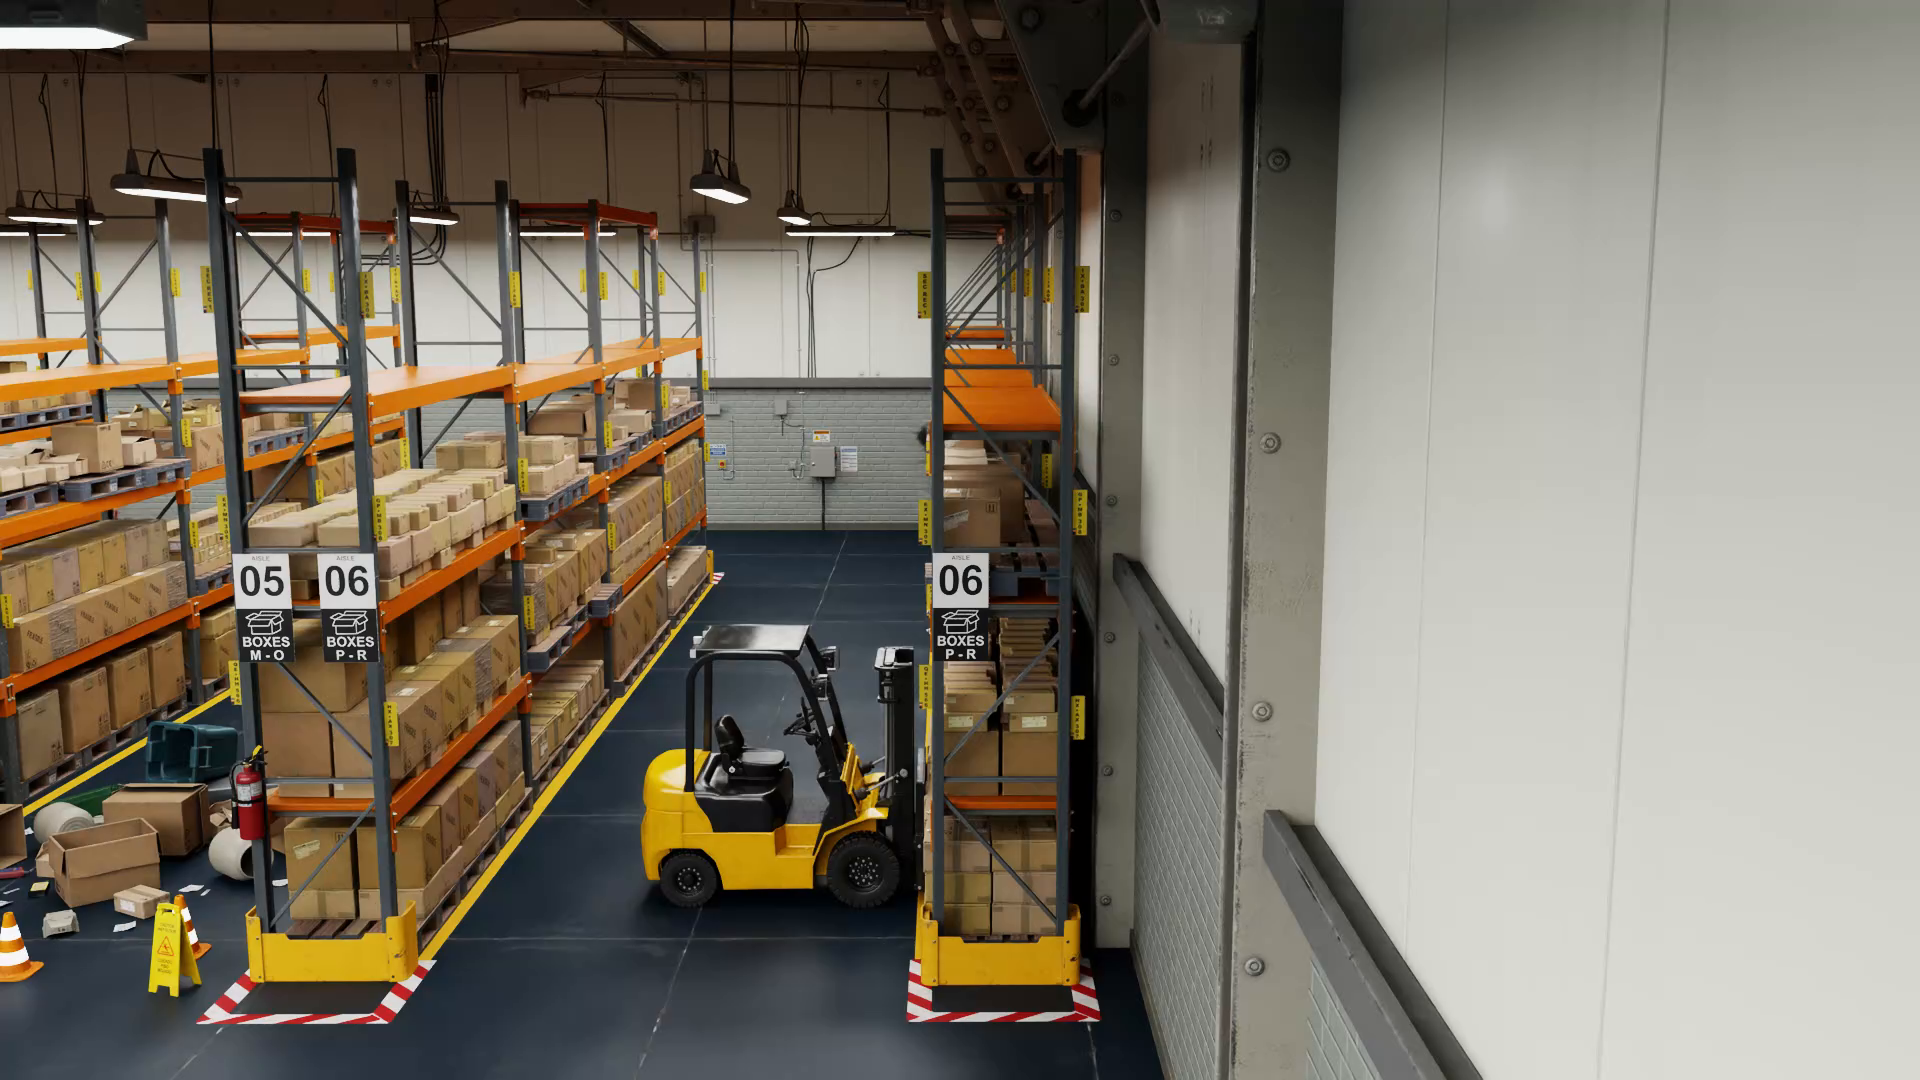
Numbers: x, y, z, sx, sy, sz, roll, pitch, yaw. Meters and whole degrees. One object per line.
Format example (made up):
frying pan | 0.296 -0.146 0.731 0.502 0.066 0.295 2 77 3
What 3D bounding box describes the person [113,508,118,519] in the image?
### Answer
person | -12.853 0.316 25.234 0.646 1.672 0.609 -1 9 -7
